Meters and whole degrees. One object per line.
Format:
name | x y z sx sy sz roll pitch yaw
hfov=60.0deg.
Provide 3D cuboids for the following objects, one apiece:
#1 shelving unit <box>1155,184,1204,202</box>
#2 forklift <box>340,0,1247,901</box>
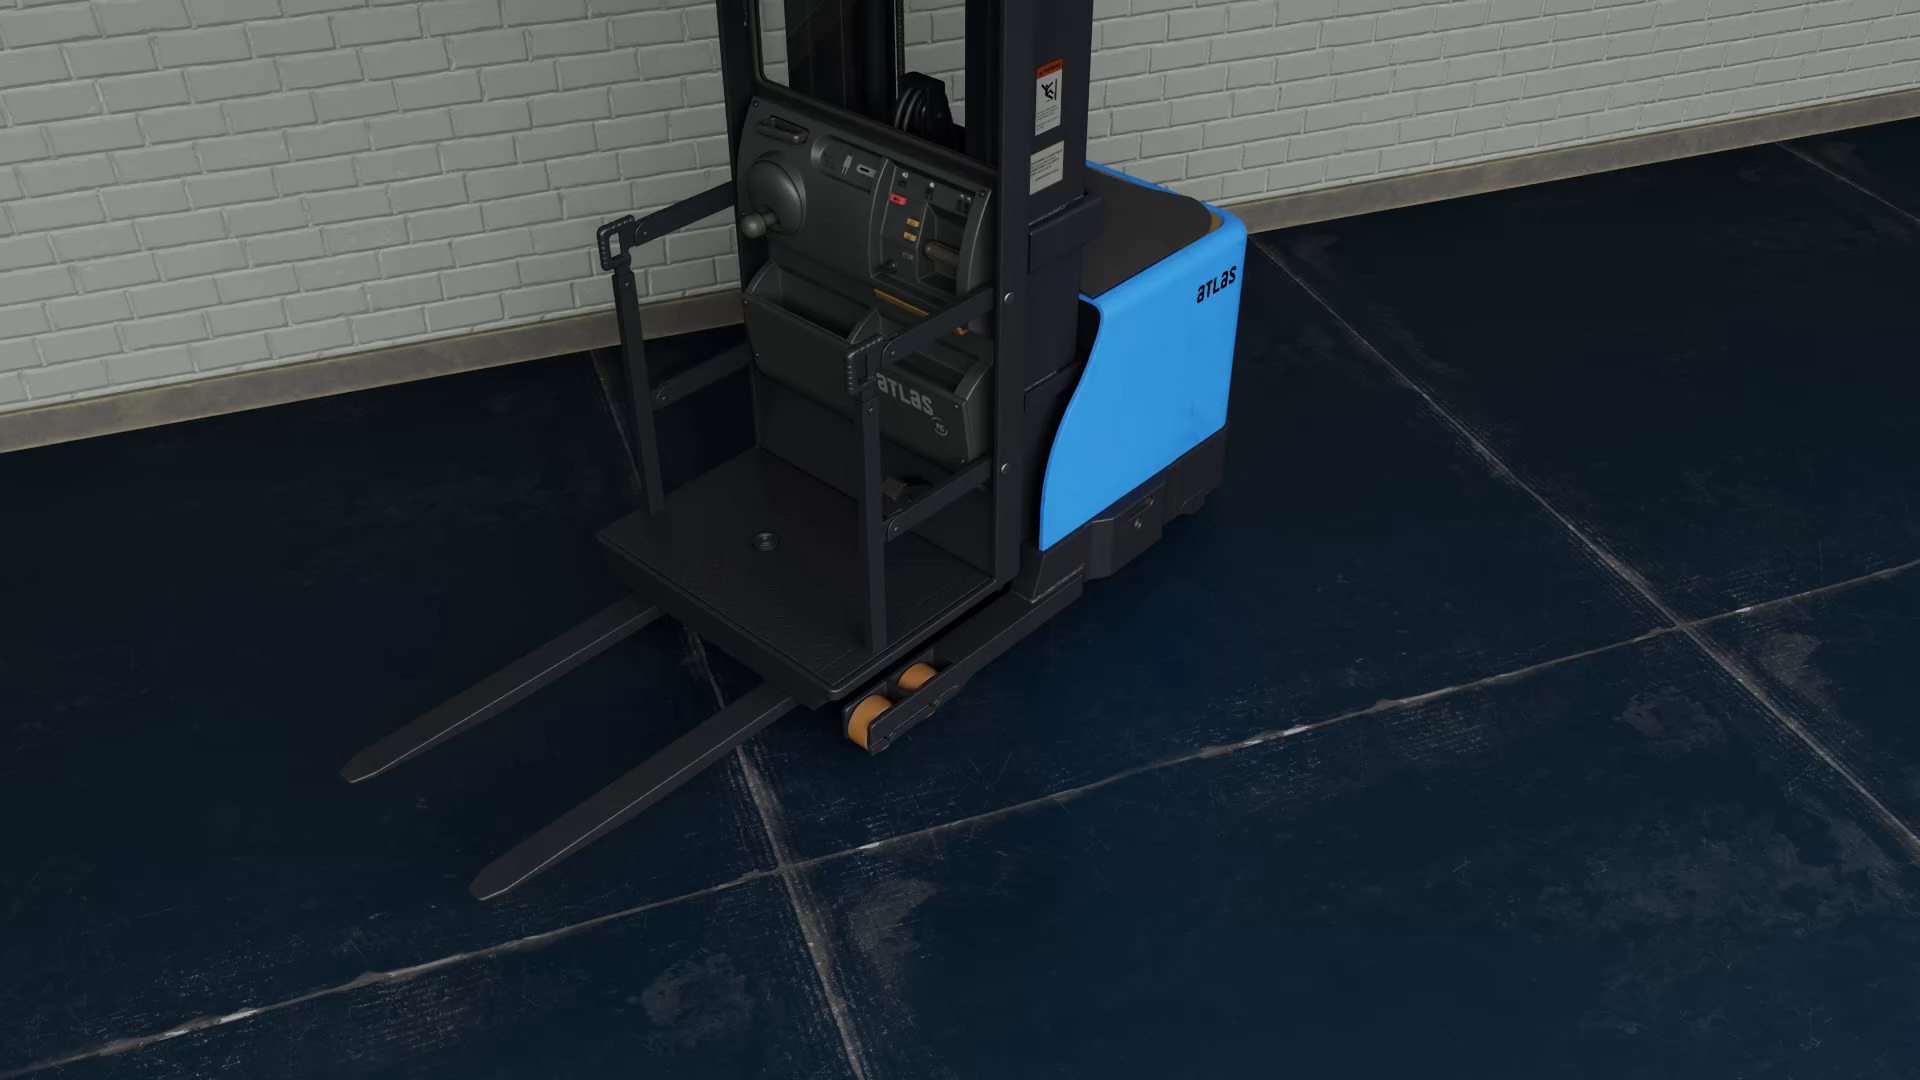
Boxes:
shelving unit | 0.698 -0.819 6.090 0.210 0.900 0.258 29 46 33
forklift | -0.425 -0.893 4.499 1.130 2.935 3.031 29 46 33
